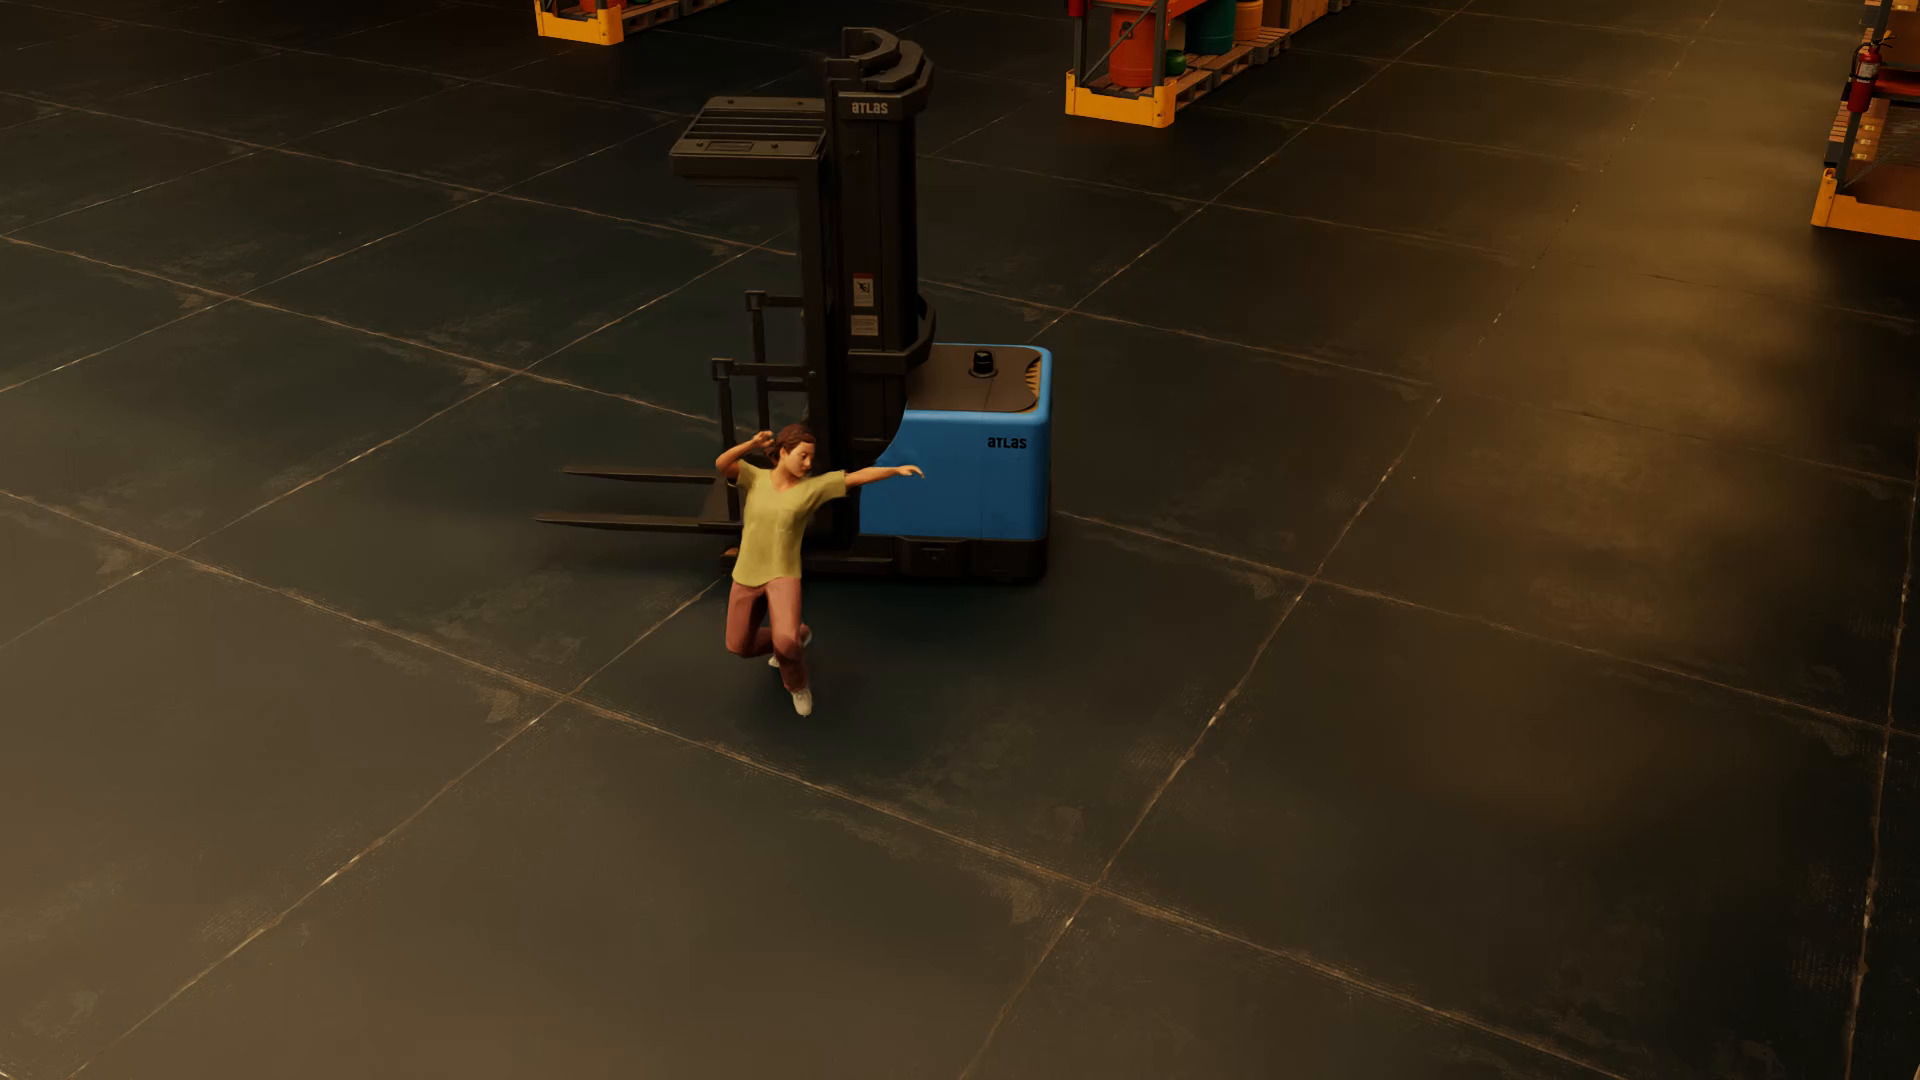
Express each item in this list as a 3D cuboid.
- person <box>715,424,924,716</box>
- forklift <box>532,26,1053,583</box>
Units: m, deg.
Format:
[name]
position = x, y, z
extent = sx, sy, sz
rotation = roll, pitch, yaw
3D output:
[person]
position = -0.717, 0.151, 8.246
extent = 0.992, 1.530, 0.801
rotation = 8, 31, 13
[forklift]
position = -0.981, -1.307, 9.336
extent = 3.031, 2.935, 1.130
rotation = 2, 30, 4
